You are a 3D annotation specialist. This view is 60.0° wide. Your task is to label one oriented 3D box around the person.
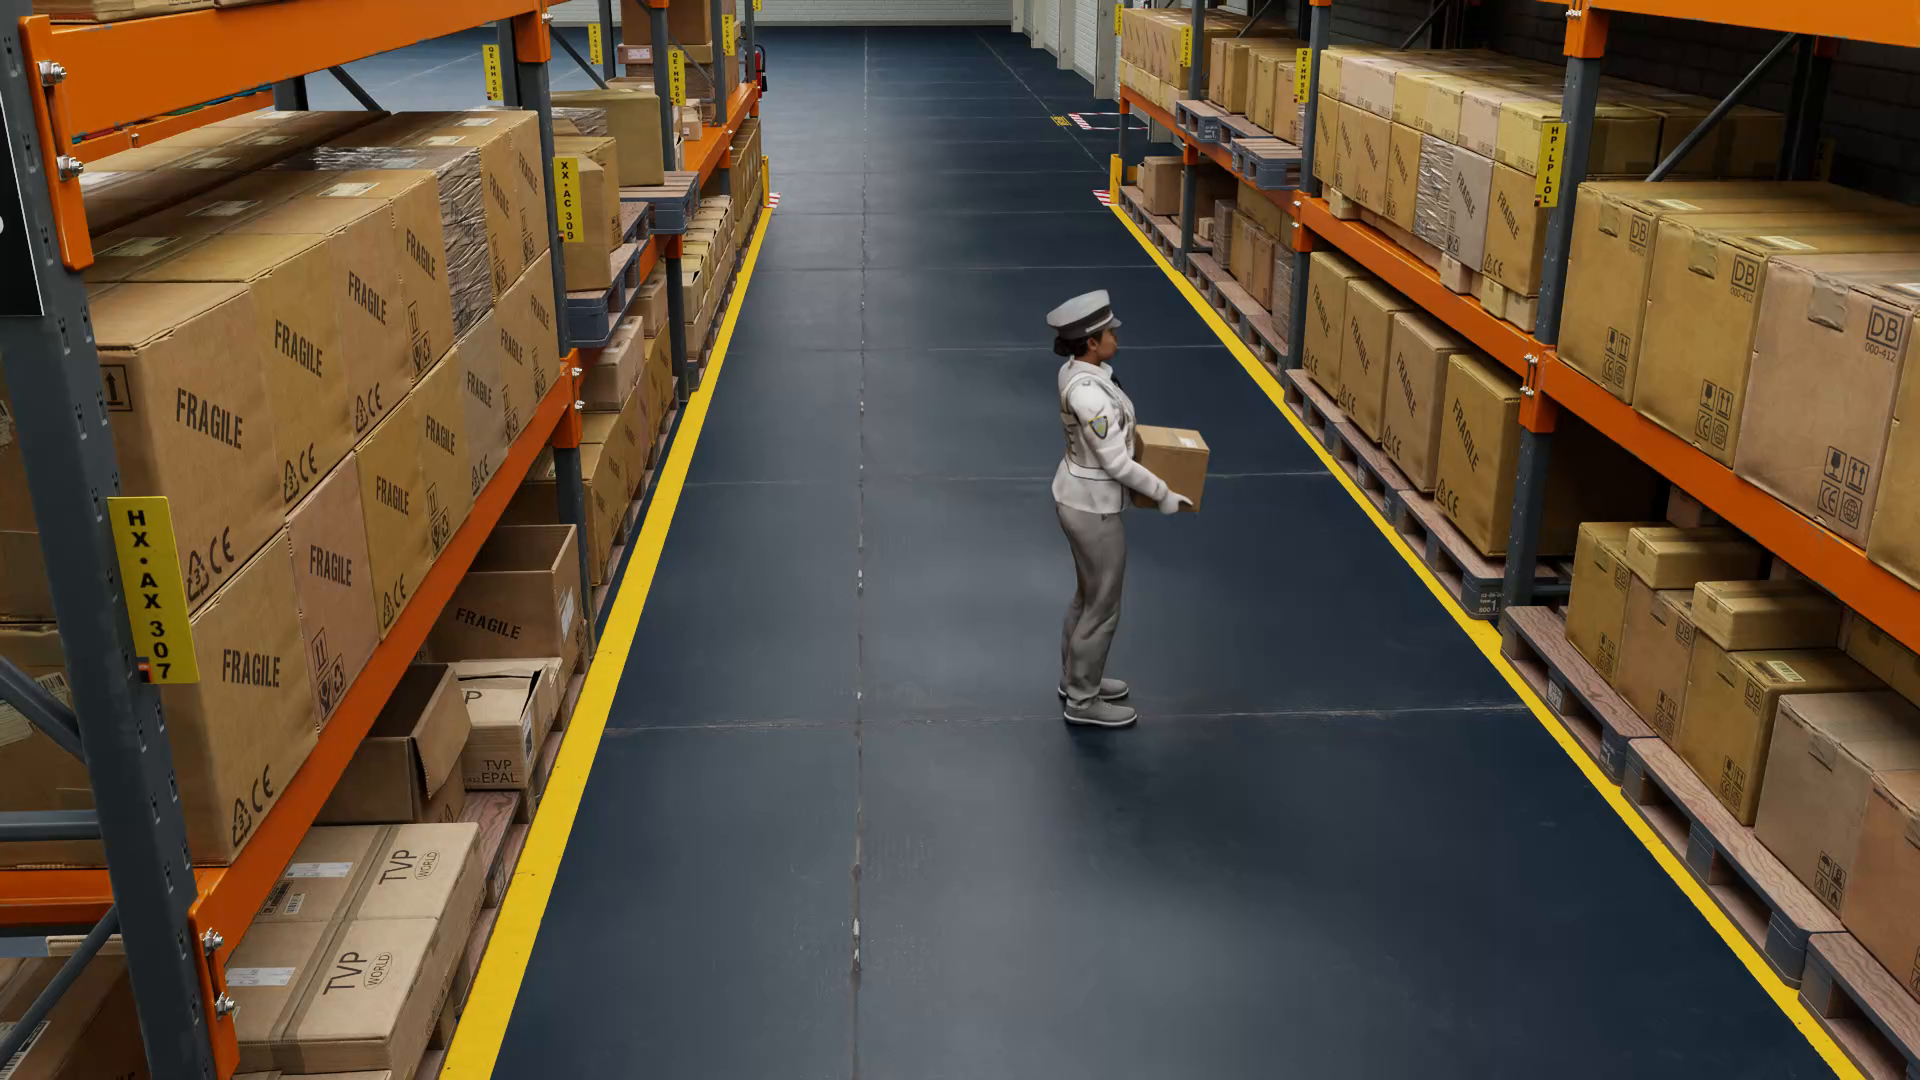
[{"bbox_3d":[0.593,-0.117,6.361,0.547,1.689,0.459,-1,21,-2],"label":"person"}]
